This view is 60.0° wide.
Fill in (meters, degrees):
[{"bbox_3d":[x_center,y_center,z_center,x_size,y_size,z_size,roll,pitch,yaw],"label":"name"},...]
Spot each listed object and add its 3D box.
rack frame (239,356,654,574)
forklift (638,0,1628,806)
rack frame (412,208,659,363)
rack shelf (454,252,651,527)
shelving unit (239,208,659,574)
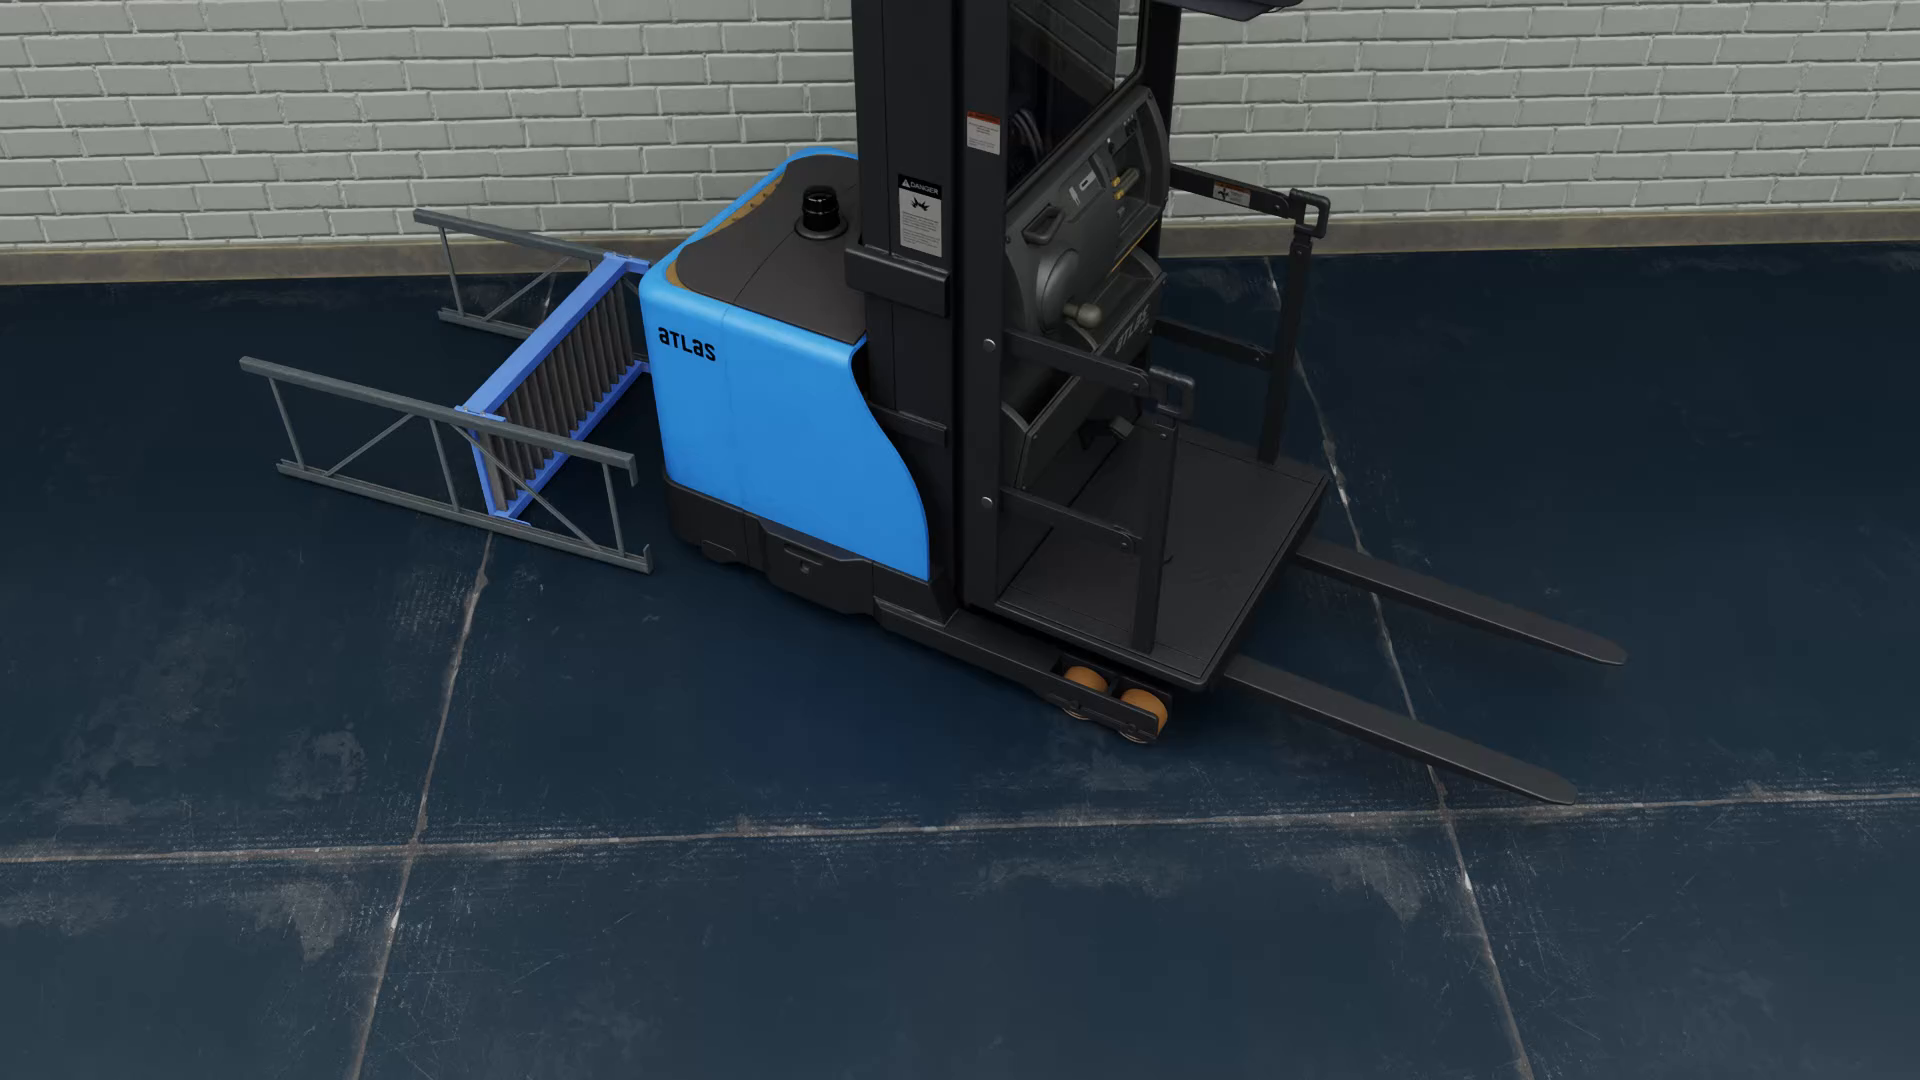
[{"bbox_3d":[-1.742,-0.257,5.632,1.500,0.500,0.032,14,44,15],"label":"rack frame"},{"bbox_3d":[0.544,-0.875,4.536,3.031,2.935,1.130,21,46,21],"label":"forklift"},{"bbox_3d":[-1.384,-0.900,6.333,1.500,0.500,0.032,14,44,15],"label":"rack frame"},{"bbox_3d":[-1.395,-0.535,5.936,0.185,0.538,1.000,14,44,15],"label":"rack shelf"},{"bbox_3d":[-1.563,-0.578,5.982,1.500,0.538,1.048,14,44,15],"label":"shelving unit"}]
